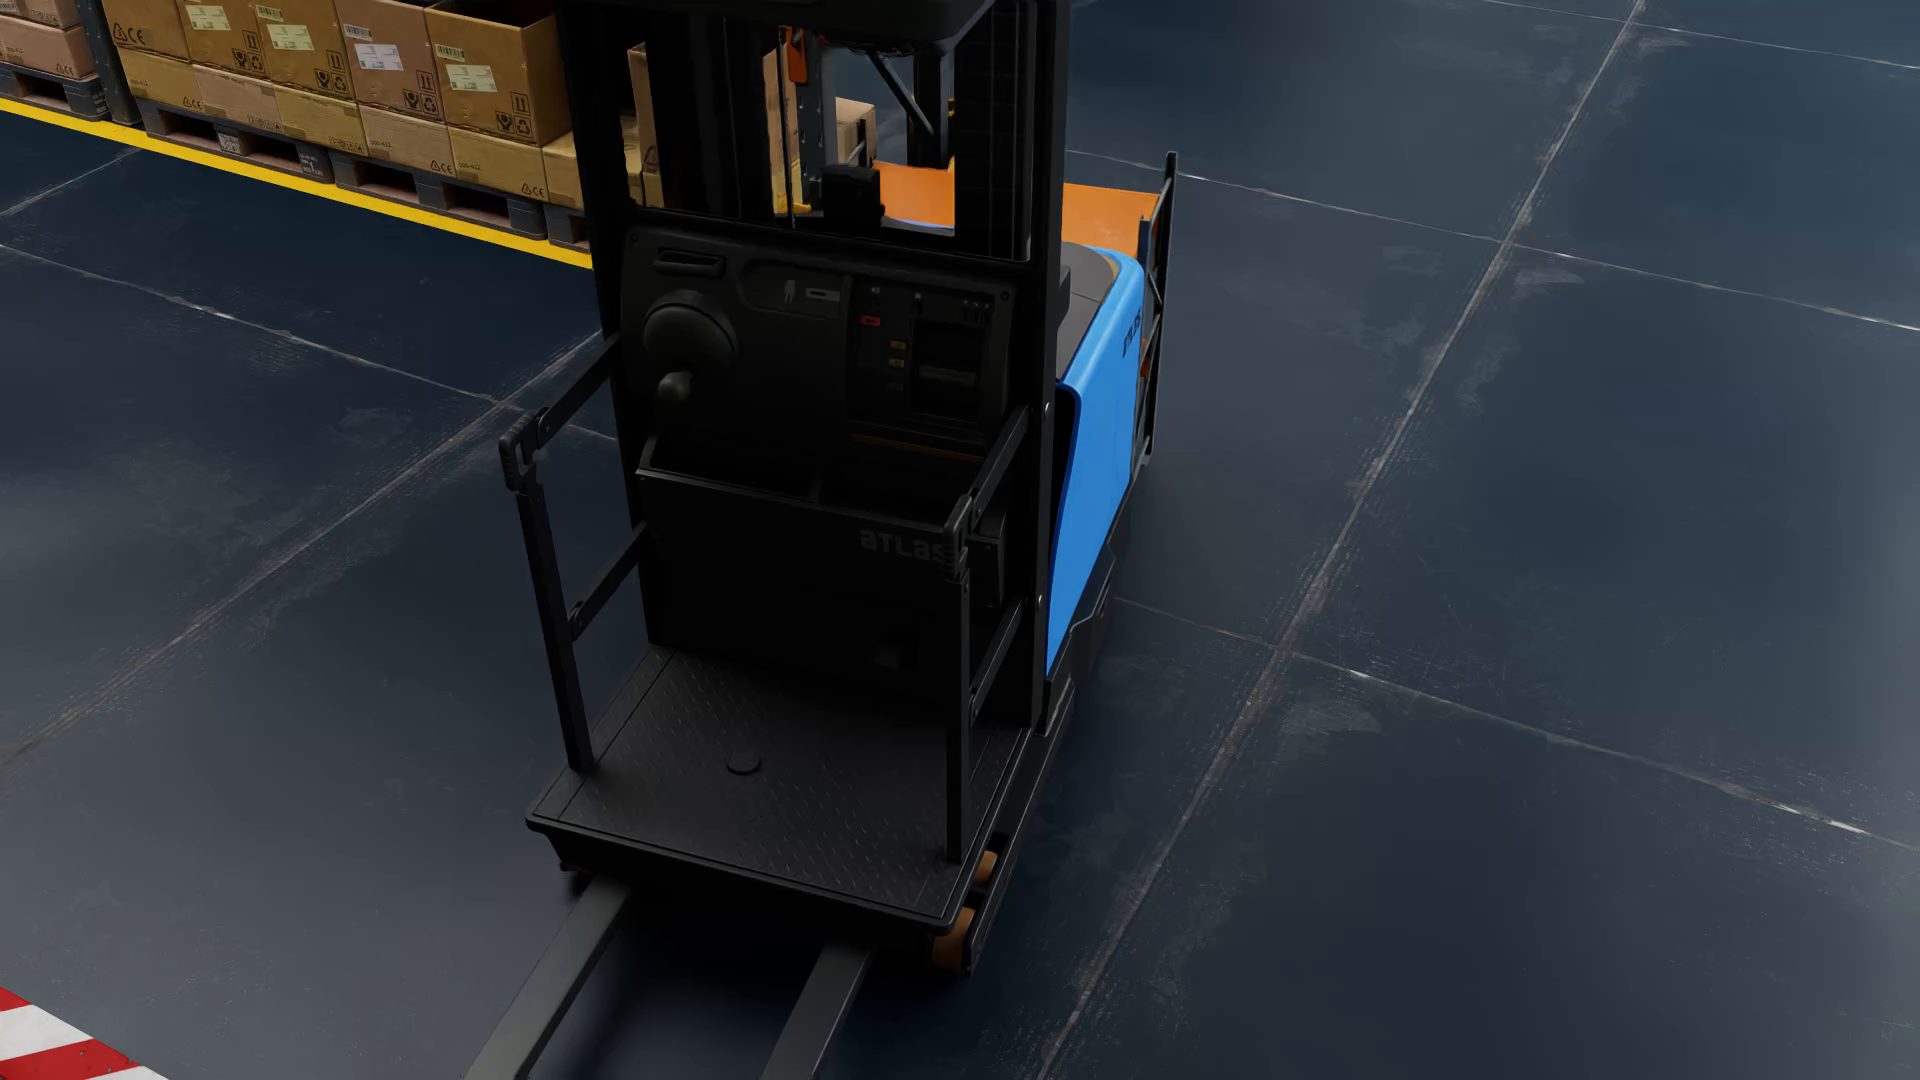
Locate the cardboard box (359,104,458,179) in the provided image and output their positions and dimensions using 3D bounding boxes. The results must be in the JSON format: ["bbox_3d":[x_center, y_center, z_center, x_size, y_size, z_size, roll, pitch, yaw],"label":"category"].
[{"bbox_3d":[-2.277,-1.856,7.368,0.500,0.250,0.500,17,41,21],"label":"cardboard box"}]

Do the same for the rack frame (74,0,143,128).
[{"bbox_3d":[-3.879,-3.495,7.601,0.127,3.000,1.000,17,41,21],"label":"rack frame"}]

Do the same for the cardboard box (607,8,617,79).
[{"bbox_3d":[-1.596,-2.293,7.323,0.500,0.500,0.500,17,41,21],"label":"cardboard box"}]

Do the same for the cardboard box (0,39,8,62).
[{"bbox_3d":[-4.829,-2.669,8.438,0.500,0.250,0.500,17,40,21],"label":"cardboard box"}]

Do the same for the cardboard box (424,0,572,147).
[{"bbox_3d":[-1.835,-2.013,6.955,0.500,0.500,0.500,17,41,21],"label":"cardboard box"}]

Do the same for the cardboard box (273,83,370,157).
[{"bbox_3d":[-2.723,-1.992,7.547,0.500,0.250,0.500,17,41,21],"label":"cardboard box"}]

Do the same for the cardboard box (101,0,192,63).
[{"bbox_3d":[-3.611,-2.569,7.687,0.500,0.500,0.500,17,41,21],"label":"cardboard box"}]

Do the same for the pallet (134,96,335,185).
[{"bbox_3d":[-3.192,-2.141,8.123,1.213,0.211,1.003,17,41,21],"label":"pallet"}]

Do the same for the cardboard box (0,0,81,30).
[{"bbox_3d":[-4.370,-2.749,8.081,0.500,0.311,0.500,17,41,21],"label":"cardboard box"}]

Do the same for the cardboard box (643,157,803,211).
[{"bbox_3d":[-0.939,-1.446,6.827,0.500,0.250,0.500,17,41,21],"label":"cardboard box"}]

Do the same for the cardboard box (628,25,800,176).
[{"bbox_3d":[-0.940,-1.743,6.599,0.500,0.500,0.500,17,41,21],"label":"cardboard box"}]

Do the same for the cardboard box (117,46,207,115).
[{"bbox_3d":[-3.607,-2.276,7.921,0.500,0.250,0.500,17,41,21],"label":"cardboard box"}]

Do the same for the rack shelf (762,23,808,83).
[{"bbox_3d":[-2.103,-2.653,7.086,4.000,0.370,1.077,17,41,21],"label":"rack shelf"}]

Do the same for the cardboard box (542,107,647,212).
[{"bbox_3d":[-1.389,-1.578,7.002,0.500,0.250,0.500,17,41,21],"label":"cardboard box"}]

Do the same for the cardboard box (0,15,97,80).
[{"bbox_3d":[-4.380,-2.527,8.252,0.500,0.250,0.500,17,40,21],"label":"cardboard box"}]

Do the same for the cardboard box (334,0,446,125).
[{"bbox_3d":[-2.278,-2.153,7.139,0.500,0.500,0.500,17,41,21],"label":"cardboard box"}]

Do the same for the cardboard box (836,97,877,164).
[{"bbox_3d":[-0.701,-1.724,7.194,0.500,0.250,0.500,17,41,21],"label":"cardboard box"}]

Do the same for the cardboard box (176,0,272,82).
[{"bbox_3d":[-3.164,-2.434,7.509,0.500,0.500,0.500,17,41,21],"label":"cardboard box"}]

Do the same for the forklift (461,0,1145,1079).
[{"bbox_3d":[-0.394,-0.385,3.560,1.130,2.935,3.031,11,39,14],"label":"forklift"}]

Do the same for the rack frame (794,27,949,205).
[{"bbox_3d":[-0.327,-2.383,6.135,0.127,3.000,1.000,17,41,21],"label":"rack frame"}]

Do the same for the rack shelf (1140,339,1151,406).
[{"bbox_3d":[0.114,-0.514,5.629,1.000,0.278,0.538,10,38,12],"label":"rack shelf"}]

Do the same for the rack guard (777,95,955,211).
[{"bbox_3d":[-0.306,-1.381,6.882,0.348,0.500,1.175,17,41,21],"label":"rack guard"}]

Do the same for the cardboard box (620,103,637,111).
[{"bbox_3d":[-1.147,-1.861,7.374,0.500,0.250,0.500,17,41,21],"label":"cardboard box"}]

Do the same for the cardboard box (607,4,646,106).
[{"bbox_3d":[-1.146,-2.160,7.149,0.500,0.500,0.500,17,41,21],"label":"cardboard box"}]

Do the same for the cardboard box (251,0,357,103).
[{"bbox_3d":[-2.723,-2.291,7.321,0.500,0.500,0.500,17,41,21],"label":"cardboard box"}]

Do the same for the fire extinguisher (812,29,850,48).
[{"bbox_3d":[-0.436,-2.070,5.787,0.183,0.674,0.296,17,41,21],"label":"fire extinguisher"}]

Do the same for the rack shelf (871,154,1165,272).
[{"bbox_3d":[0.114,-0.942,5.304,1.000,0.278,0.538,10,38,12],"label":"rack shelf"}]

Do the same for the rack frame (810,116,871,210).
[{"bbox_3d":[-0.376,-0.791,5.589,0.032,1.125,0.500,10,38,12],"label":"rack frame"}]

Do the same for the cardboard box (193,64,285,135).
[{"bbox_3d":[-3.165,-2.134,7.734,0.500,0.250,0.500,17,41,21],"label":"cardboard box"}]

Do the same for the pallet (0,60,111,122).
[{"bbox_3d":[-4.551,-2.569,8.686,1.213,0.211,1.003,17,41,21],"label":"pallet"}]

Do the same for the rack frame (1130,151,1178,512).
[{"bbox_3d":[0.604,-0.627,5.373,0.032,1.125,0.500,10,38,12],"label":"rack frame"}]

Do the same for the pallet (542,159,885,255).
[{"bbox_3d":[-1.025,-1.463,7.229,1.213,0.211,1.003,17,41,21],"label":"pallet"}]

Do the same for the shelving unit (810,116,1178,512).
[{"bbox_3d":[0.114,-0.709,5.481,1.048,1.125,0.538,10,38,12],"label":"shelving unit"}]

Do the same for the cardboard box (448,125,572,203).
[{"bbox_3d":[-1.833,-1.716,7.184,0.500,0.250,0.500,17,41,21],"label":"cardboard box"}]

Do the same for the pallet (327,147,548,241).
[{"bbox_3d":[-2.105,-1.803,7.677,1.213,0.211,1.003,17,41,21],"label":"pallet"}]
